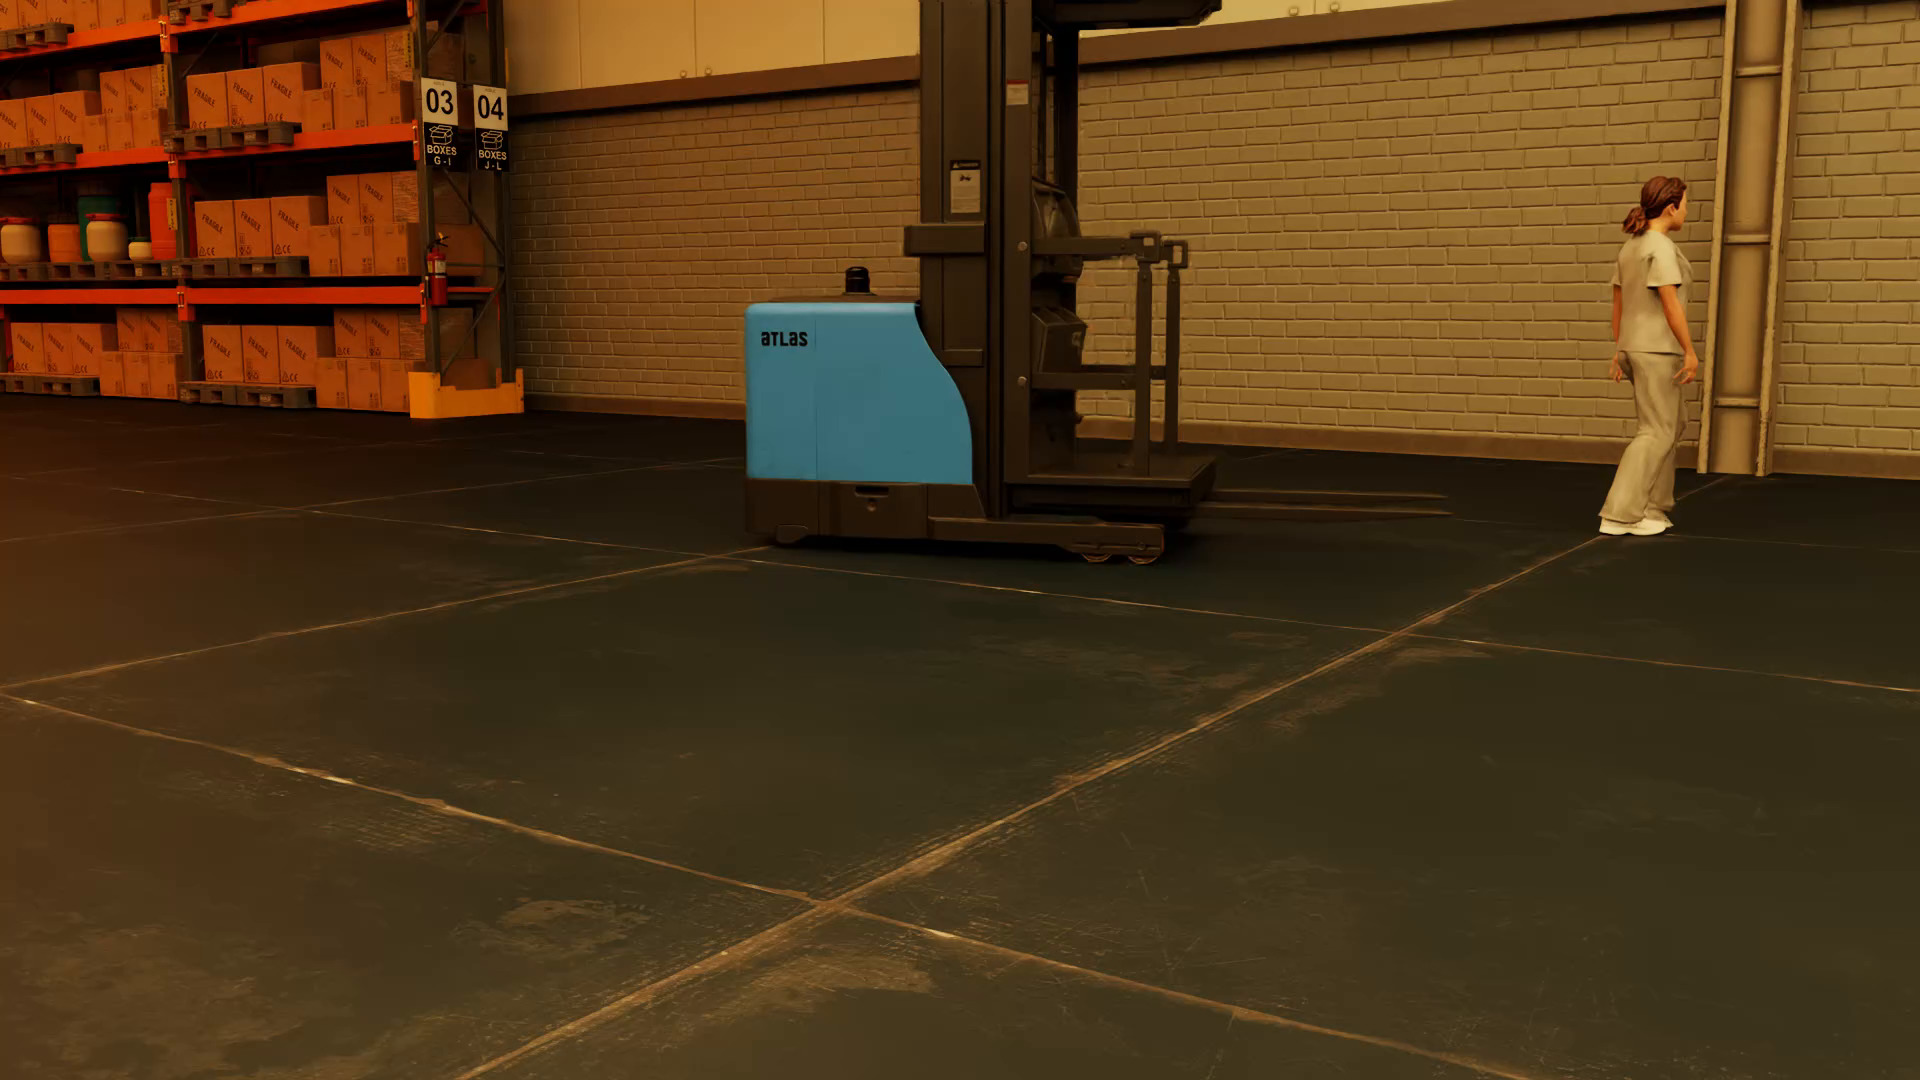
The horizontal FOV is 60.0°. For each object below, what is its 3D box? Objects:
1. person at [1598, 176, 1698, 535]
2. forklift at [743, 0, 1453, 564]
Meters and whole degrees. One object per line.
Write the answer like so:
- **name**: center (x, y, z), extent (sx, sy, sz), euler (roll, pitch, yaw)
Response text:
- **person**: center (3.253, -0.826, 7.756), extent (0.530, 1.710, 0.545), euler (0, 8, -3)
- **forklift**: center (0.614, -1.432, 7.265), extent (3.031, 2.935, 1.130), euler (2, 8, 14)
